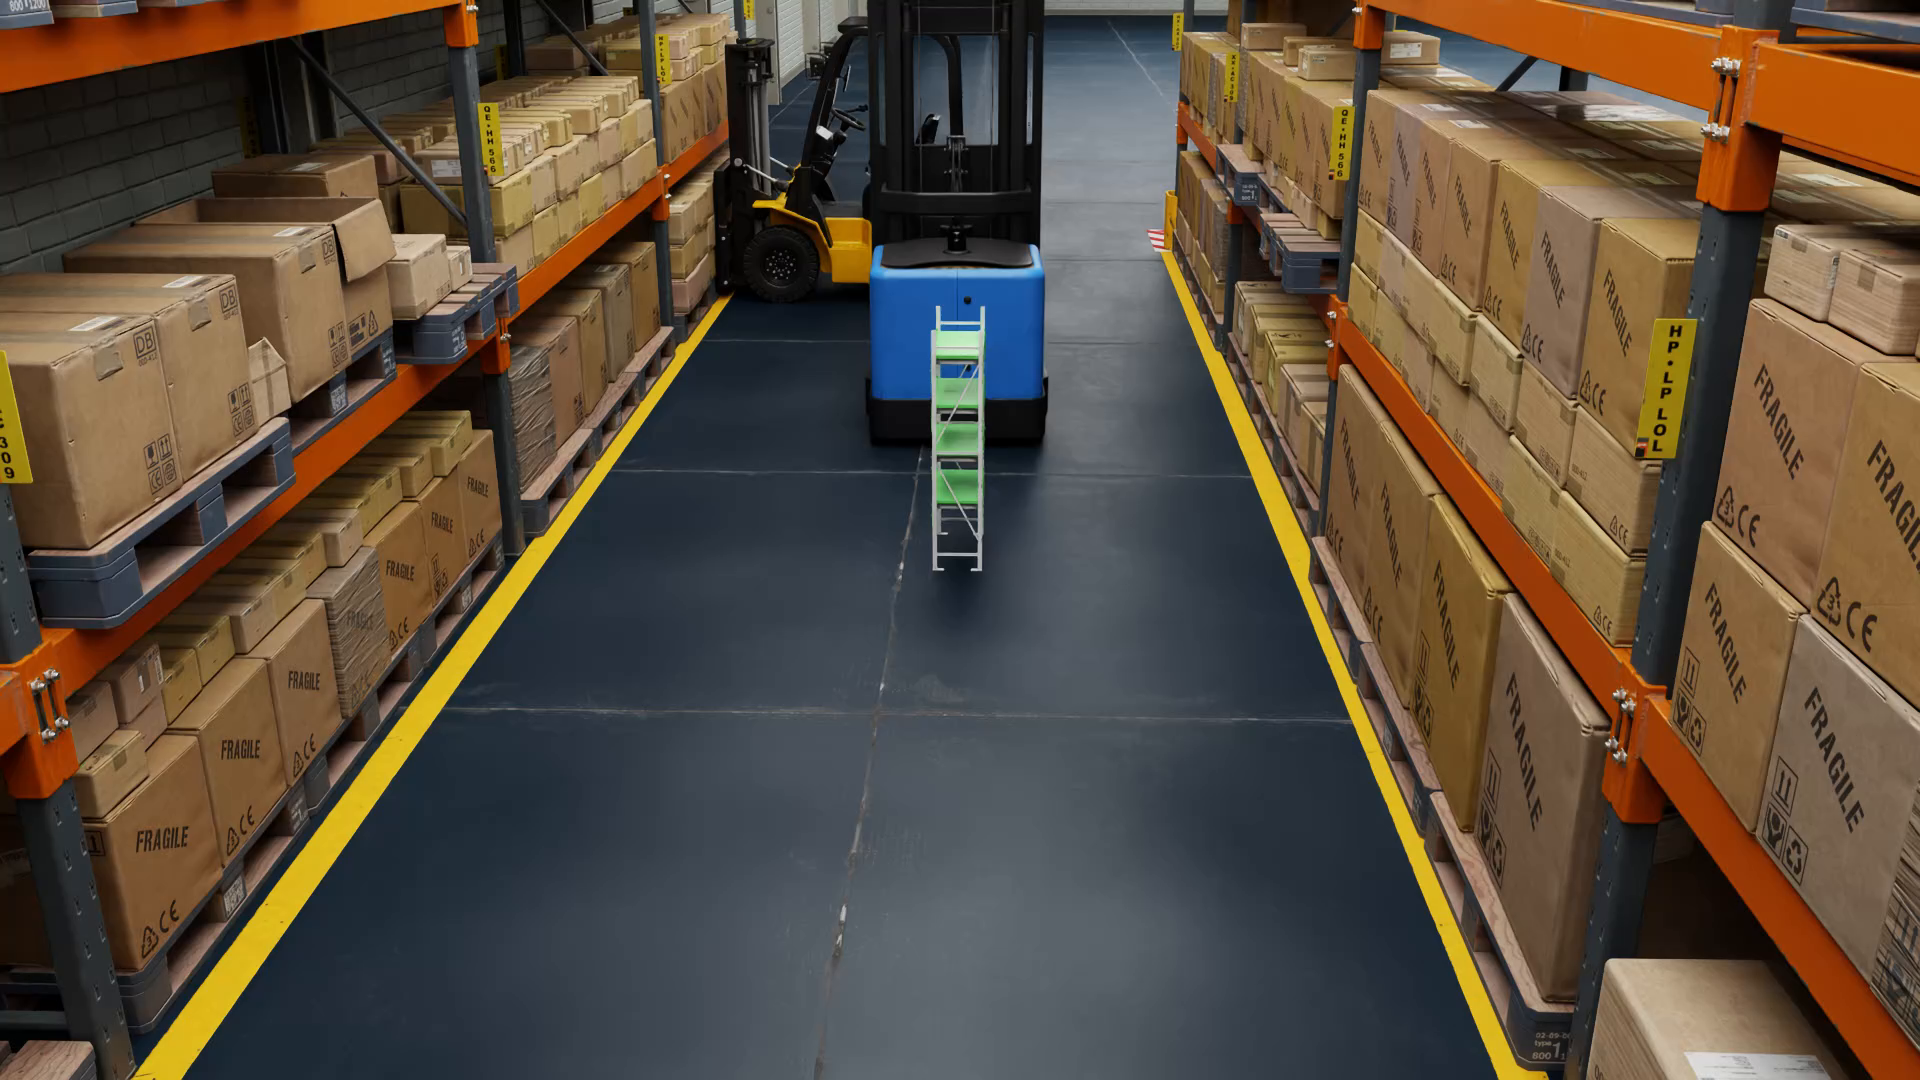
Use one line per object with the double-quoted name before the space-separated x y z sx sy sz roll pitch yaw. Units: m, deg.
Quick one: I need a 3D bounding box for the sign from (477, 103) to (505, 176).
"sign" -2.152 -1.835 7.621 0.100 0.325 0.005 1 21 2

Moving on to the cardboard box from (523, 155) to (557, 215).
"cardboard box" -2.421 -1.837 8.633 0.500 0.250 0.500 1 21 3

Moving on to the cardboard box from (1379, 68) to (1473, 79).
"cardboard box" 2.553 -2.384 9.397 0.500 0.500 0.500 0 21 0

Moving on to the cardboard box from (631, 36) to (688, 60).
"cardboard box" -2.240 -3.661 12.371 0.380 0.149 0.250 1 21 3

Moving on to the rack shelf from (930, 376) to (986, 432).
"rack shelf" -0.005 -0.664 8.094 0.258 0.148 0.480 1 21 2

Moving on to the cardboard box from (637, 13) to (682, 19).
"cardboard box" -2.675 -4.596 14.782 0.380 0.149 0.250 0 21 1

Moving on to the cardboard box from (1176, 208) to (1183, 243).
"cardboard box" 2.209 -2.800 14.818 0.500 0.250 0.500 0 21 1

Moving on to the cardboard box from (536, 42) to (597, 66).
"cardboard box" -2.816 -3.478 11.900 0.380 0.149 0.250 0 21 0

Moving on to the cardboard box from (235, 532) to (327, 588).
"cardboard box" -2.583 0.081 6.152 0.380 0.149 0.250 1 21 2

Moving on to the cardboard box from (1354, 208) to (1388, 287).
"cardboard box" 2.004 -1.264 7.157 0.500 0.250 0.500 0 21 1

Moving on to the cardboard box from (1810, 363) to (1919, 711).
"cardboard box" 1.867 0.004 2.852 0.500 0.500 0.500 0 21 1

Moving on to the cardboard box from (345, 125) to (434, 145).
"cardboard box" -2.984 -2.082 8.714 0.380 0.149 0.250 0 21 1

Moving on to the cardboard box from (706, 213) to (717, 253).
"cardboard box" -2.210 -2.464 13.261 0.500 0.250 0.500 0 21 1

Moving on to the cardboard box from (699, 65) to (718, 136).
"cardboard box" -2.249 -3.539 13.364 0.500 0.500 0.500 1 21 2

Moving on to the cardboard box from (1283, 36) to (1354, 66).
"cardboard box" 2.090 -2.851 9.704 0.380 0.149 0.250 2 21 5

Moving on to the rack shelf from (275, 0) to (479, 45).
"rack shelf" -2.634 -3.121 9.274 1.077 0.370 4.000 1 21 2

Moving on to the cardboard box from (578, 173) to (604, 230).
"cardboard box" -2.391 -1.978 9.689 0.500 0.250 0.500 1 21 3

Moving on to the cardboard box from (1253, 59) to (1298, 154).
"cardboard box" 2.044 -2.583 9.909 0.500 0.500 0.500 1 21 1

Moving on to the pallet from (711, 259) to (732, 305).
"pallet" -2.473 -2.211 13.934 1.003 0.211 1.213 1 21 2

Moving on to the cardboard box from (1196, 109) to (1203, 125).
"cardboard box" 2.182 -3.565 13.917 0.380 0.149 0.250 1 21 3

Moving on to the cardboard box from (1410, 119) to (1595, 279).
"cardboard box" 1.971 -1.253 6.090 0.500 0.500 0.500 1 21 3

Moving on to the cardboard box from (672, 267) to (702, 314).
"cardboard box" -2.228 -1.866 12.413 0.500 0.250 0.500 1 21 2

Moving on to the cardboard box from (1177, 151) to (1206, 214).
"cardboard box" 2.209 -3.141 14.660 0.500 0.500 0.500 0 21 0

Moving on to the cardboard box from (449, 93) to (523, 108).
"cardboard box" -2.887 -2.637 10.142 0.380 0.149 0.250 1 21 2

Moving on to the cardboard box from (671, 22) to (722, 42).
"cardboard box" -2.188 -4.214 13.798 0.380 0.149 0.250 1 21 3

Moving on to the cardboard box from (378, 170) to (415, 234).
"cardboard box" -2.959 -1.664 8.186 0.500 0.250 0.500 1 21 3

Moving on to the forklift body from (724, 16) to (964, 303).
"forklift body" -0.686 -3.126 13.613 2.313 2.155 1.214 1 21 2

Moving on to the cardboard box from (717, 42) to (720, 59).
"cardboard box" -2.209 -4.076 13.851 0.380 0.149 0.250 0 21 0

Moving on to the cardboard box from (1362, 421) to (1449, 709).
"cardboard box" 2.131 0.084 6.522 0.875 0.875 0.875 1 21 2

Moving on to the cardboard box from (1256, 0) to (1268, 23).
"cardboard box" 2.623 -4.091 12.995 0.700 0.500 0.500 1 21 1

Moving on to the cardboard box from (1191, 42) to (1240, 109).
"cardboard box" 2.192 -3.820 13.677 0.500 0.500 0.500 0 21 1

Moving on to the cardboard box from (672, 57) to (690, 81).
"cardboard box" -2.233 -3.519 12.417 0.380 0.149 0.250 1 21 3

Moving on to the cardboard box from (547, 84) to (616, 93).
"cardboard box" -2.411 -2.823 10.623 0.380 0.149 0.250 1 21 2

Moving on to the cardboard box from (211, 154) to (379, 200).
"cardboard box" -2.867 -1.393 7.254 0.500 0.500 0.500 2 21 4

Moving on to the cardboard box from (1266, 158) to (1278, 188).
"cardboard box" 1.988 -2.139 9.663 0.380 0.149 0.250 1 21 4

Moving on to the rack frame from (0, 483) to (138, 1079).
"rack frame" -2.817 0.111 4.096 1.000 3.000 0.127 1 21 2

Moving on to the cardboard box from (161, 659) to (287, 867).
"cardboard box" -2.571 0.716 5.413 0.500 0.500 0.500 0 21 1

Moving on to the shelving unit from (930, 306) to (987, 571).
"shelving unit" -0.005 -0.500 8.158 0.258 1.200 0.503 1 21 2

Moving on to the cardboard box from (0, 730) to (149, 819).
"cardboard box" -2.540 0.652 4.681 0.380 0.149 0.250 2 21 4

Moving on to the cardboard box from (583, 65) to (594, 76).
"cardboard box" -2.847 -3.340 11.956 0.380 0.149 0.250 0 21 0

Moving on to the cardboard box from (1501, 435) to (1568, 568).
"cardboard box" 1.923 -0.115 4.885 0.500 0.250 0.500 0 21 1

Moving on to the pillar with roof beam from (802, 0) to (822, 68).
"pillar with roof beam" 1.477 -13.243 30.221 9.100 9.000 0.400 1 21 2

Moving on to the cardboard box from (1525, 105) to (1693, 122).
"cardboard box" 2.505 -1.419 6.519 0.500 0.500 0.500 1 21 3

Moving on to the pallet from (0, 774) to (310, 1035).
"pallet" -2.830 1.117 5.359 1.003 0.211 1.213 1 21 2

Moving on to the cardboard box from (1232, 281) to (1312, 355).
"cardboard box" 2.375 -1.509 11.324 0.950 0.372 0.625 1 21 2

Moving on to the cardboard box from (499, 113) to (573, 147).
"cardboard box" -2.362 -2.263 9.179 0.380 0.149 0.250 1 21 3

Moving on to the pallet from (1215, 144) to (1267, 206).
"pallet" 2.220 -2.364 10.740 1.003 0.211 1.213 1 21 2

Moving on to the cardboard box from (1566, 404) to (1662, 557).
"cardboard box" 1.915 -0.161 4.313 0.500 0.250 0.500 1 21 2

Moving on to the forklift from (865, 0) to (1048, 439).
"forklift" -0.029 -2.451 10.793 1.130 2.935 3.031 0 21 -1

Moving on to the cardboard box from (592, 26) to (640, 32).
"cardboard box" -2.751 -4.037 13.341 0.380 0.149 0.250 1 21 2

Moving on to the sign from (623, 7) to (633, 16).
"sign" -3.006 -4.676 15.128 0.100 0.325 0.005 1 21 2

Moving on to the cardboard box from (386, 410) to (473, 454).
"cardboard box" -2.457 -0.487 7.614 0.380 0.149 0.250 0 21 -1

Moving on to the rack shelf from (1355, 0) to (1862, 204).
"rack shelf" 2.206 -1.622 5.410 1.077 0.370 4.000 1 21 2

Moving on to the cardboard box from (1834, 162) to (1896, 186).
"cardboard box" 7.452 -2.468 13.099 0.875 0.875 0.875 1 21 2

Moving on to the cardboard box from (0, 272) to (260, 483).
"cardboard box" -2.562 -0.491 4.929 0.700 0.500 0.500 1 21 2

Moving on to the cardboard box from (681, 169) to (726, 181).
"cardboard box" -2.192 -2.887 13.662 0.500 0.250 0.500 0 21 1

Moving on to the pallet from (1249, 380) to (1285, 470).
"pallet" 2.332 -0.704 10.052 1.003 0.211 1.213 1 21 2

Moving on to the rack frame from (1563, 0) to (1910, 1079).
"rack frame" 2.142 0.164 3.958 0.949 2.616 0.053 1 21 2
